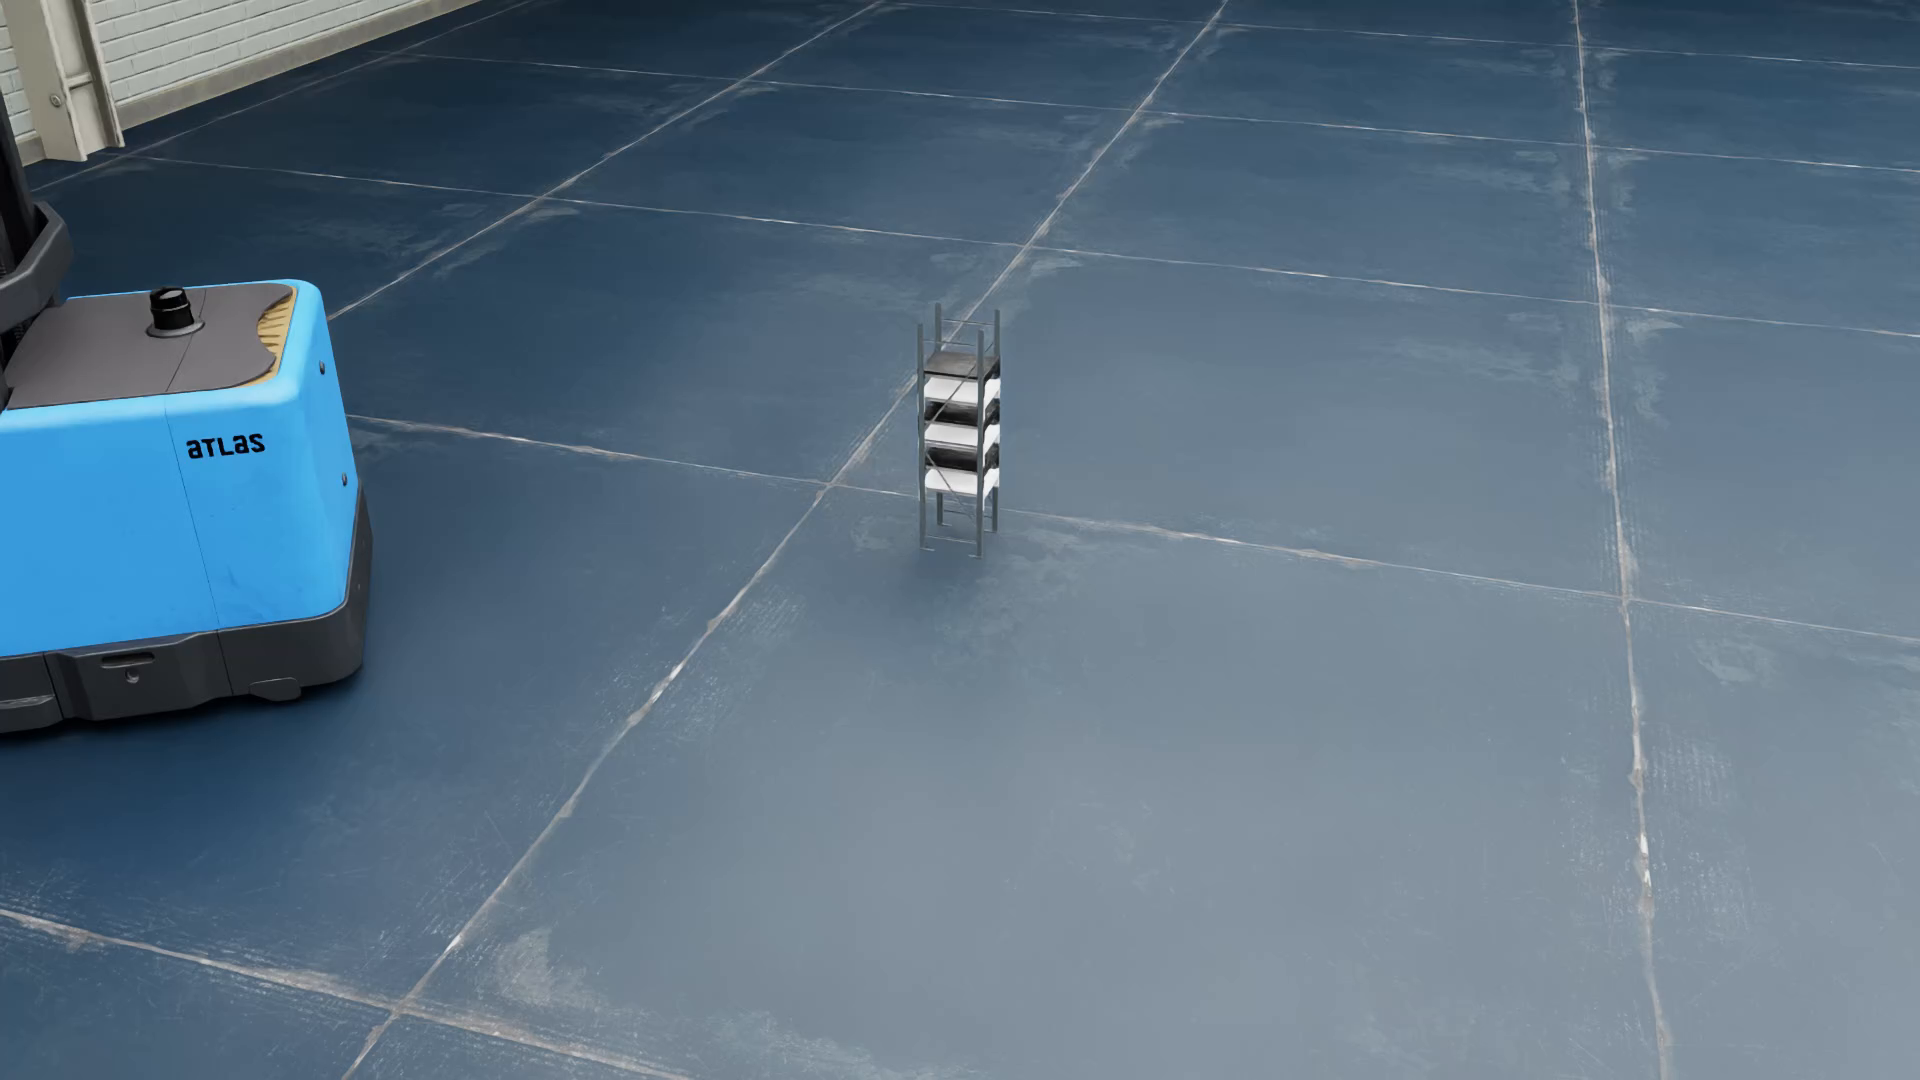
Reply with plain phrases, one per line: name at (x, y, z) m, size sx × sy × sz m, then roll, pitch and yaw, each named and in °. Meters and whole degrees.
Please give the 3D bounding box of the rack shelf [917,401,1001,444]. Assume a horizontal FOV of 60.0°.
rack shelf at (-0.002, -0.439, 5.997) m, size 0.258 × 0.077 × 0.200 m, roll 8°, pitch 30°, yaw 15°

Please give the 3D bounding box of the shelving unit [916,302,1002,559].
shelving unit at (-0.002, -0.389, 6.024) m, size 0.258 × 0.900 × 0.210 m, roll 8°, pitch 30°, yaw 15°

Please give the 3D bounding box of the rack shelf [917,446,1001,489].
rack shelf at (-0.002, -0.282, 6.084) m, size 0.258 × 0.077 × 0.200 m, roll 8°, pitch 30°, yaw 15°

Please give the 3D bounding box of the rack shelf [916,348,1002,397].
rack shelf at (-0.002, -0.596, 5.909) m, size 0.258 × 0.077 × 0.200 m, roll 8°, pitch 30°, yaw 15°

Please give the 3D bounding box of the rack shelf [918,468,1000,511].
rack shelf at (-0.002, -0.203, 6.128) m, size 0.258 × 0.077 × 0.200 m, roll 8°, pitch 30°, yaw 15°

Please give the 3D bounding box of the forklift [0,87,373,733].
forklift at (-3.512, -0.835, 4.735) m, size 3.031 × 2.935 × 1.130 m, roll -7°, pitch 30°, yaw -13°

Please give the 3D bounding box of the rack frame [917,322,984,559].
rack frame at (-0.032, -0.342, 5.940) m, size 0.240 × 0.900 × 0.006 m, roll 8°, pitch 30°, yaw 15°

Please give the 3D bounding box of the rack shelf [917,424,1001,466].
rack shelf at (-0.002, -0.360, 6.041) m, size 0.258 × 0.077 × 0.200 m, roll 8°, pitch 30°, yaw 15°

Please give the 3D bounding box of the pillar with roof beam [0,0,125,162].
pillar with roof beam at (-1.558, -5.836, 7.485) m, size 9.100 × 9.000 × 0.400 m, roll 8°, pitch 30°, yaw 15°

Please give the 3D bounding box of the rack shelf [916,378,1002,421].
rack shelf at (-0.002, -0.518, 5.953) m, size 0.258 × 0.077 × 0.200 m, roll 8°, pitch 30°, yaw 15°

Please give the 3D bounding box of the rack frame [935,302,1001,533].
rack frame at (0.027, -0.437, 6.109) m, size 0.240 × 0.900 × 0.006 m, roll 8°, pitch 30°, yaw 15°
